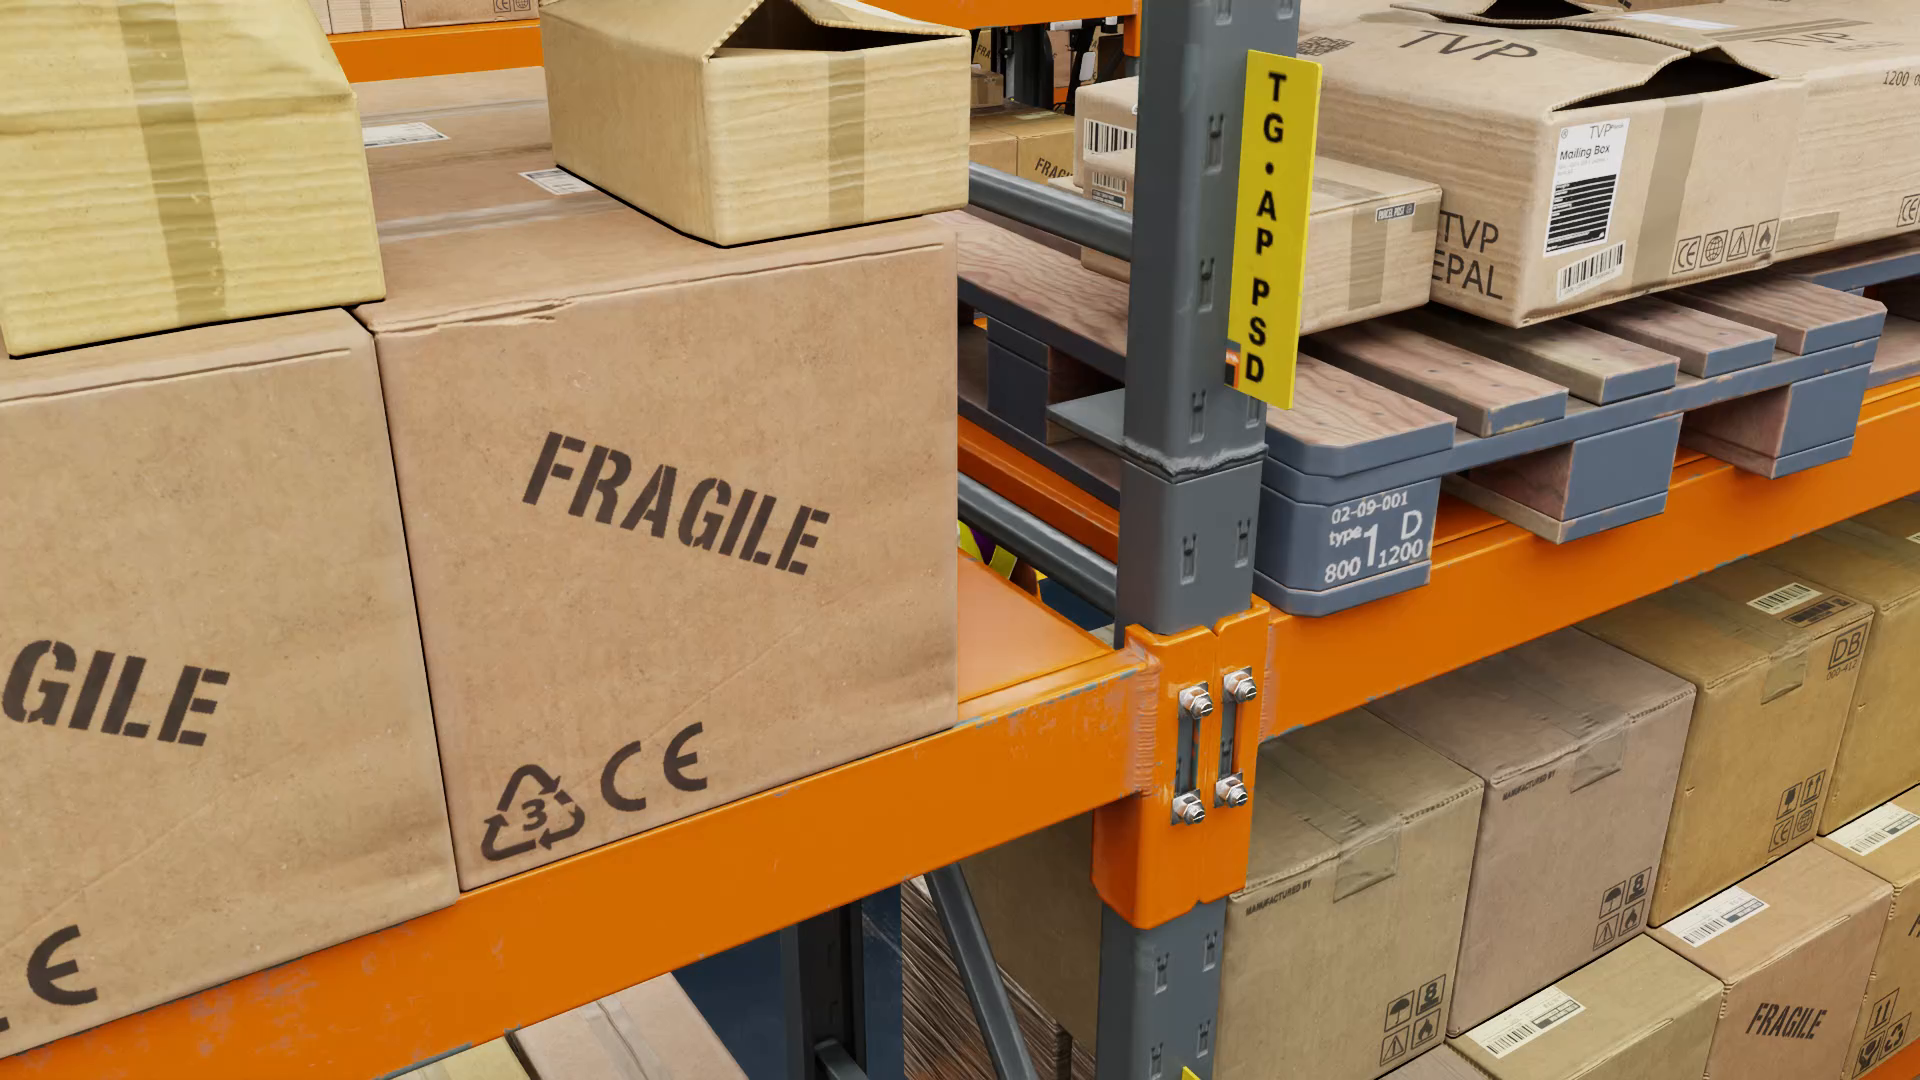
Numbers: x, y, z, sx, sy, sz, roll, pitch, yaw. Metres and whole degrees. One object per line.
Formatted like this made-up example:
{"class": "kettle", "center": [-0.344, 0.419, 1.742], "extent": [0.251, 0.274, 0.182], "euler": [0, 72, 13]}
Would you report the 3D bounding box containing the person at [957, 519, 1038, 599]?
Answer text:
{"class": "person", "center": [0.027, 0.365, 5.801], "extent": [0.636, 1.761, 0.451], "euler": [-17, 30, -32]}
